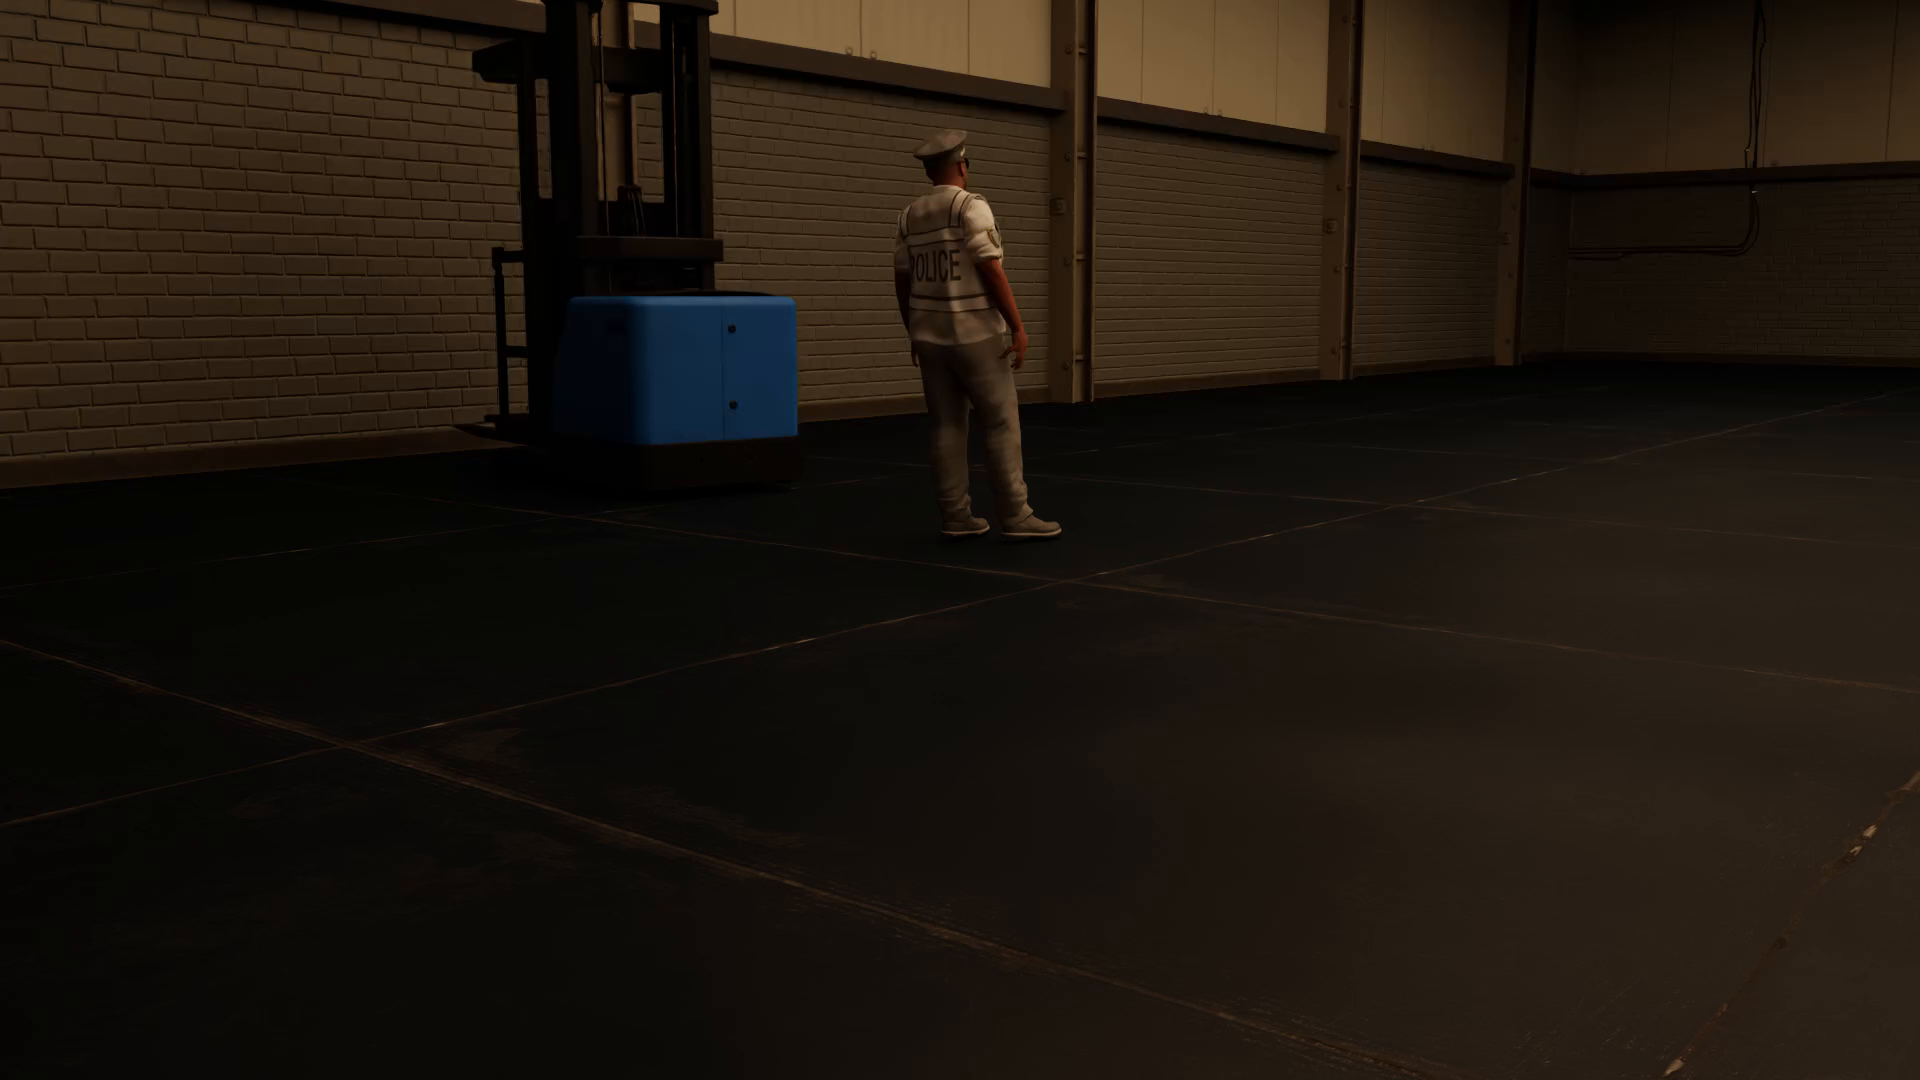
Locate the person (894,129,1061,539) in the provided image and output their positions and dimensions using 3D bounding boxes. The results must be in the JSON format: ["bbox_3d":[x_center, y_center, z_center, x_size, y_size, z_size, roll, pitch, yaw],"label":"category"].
[{"bbox_3d":[0.058,-0.896,7.328,0.641,1.779,0.574,7,11,38],"label":"person"}]

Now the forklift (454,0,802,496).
[{"bbox_3d":[-2.181,-1.848,9.913,1.130,2.935,3.031,-6,10,-37],"label":"forklift"}]
